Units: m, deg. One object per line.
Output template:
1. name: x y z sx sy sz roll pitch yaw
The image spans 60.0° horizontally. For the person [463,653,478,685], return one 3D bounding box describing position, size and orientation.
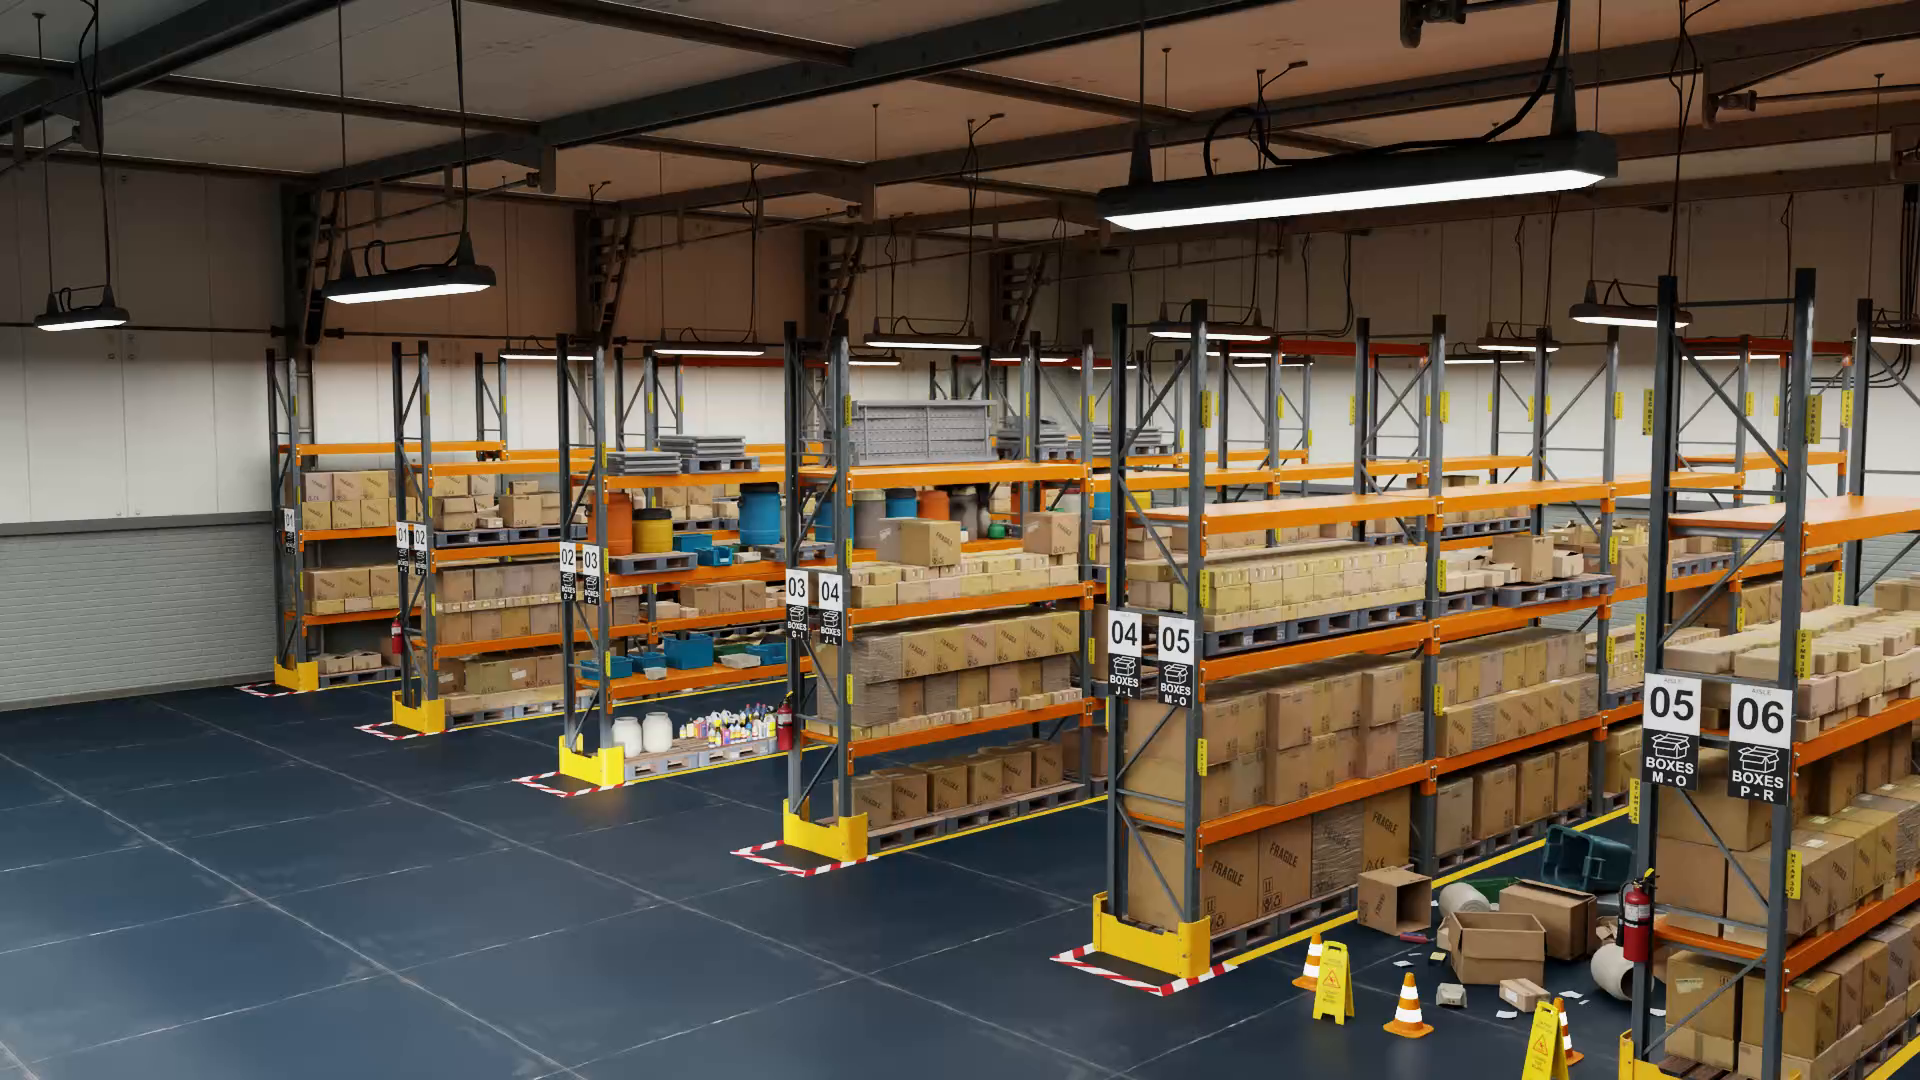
1. person: -8.448 1.793 28.710 0.651 1.833 0.853 2 5 25
